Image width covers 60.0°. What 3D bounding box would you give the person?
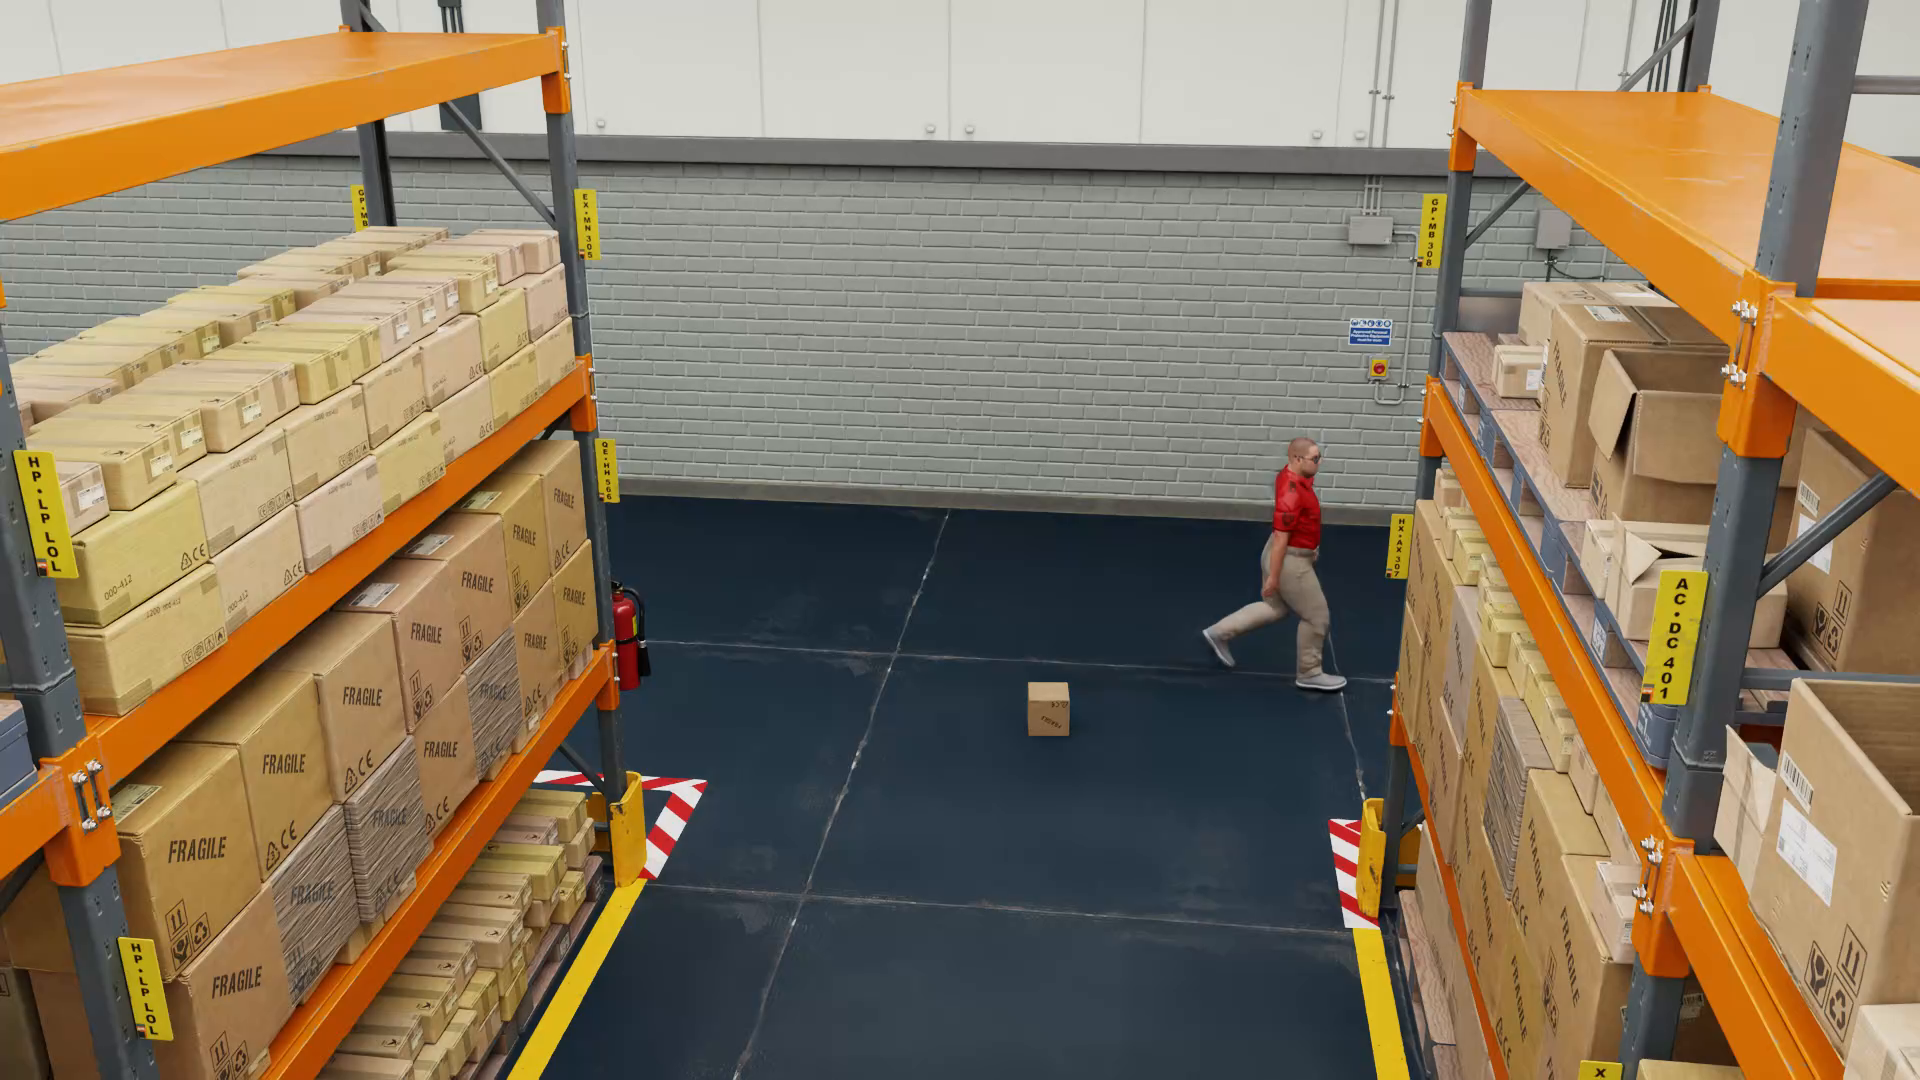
[{"bbox_3d":[2.074,0.131,10.734,0.941,1.682,0.539,2,21,5],"label":"person"}]
